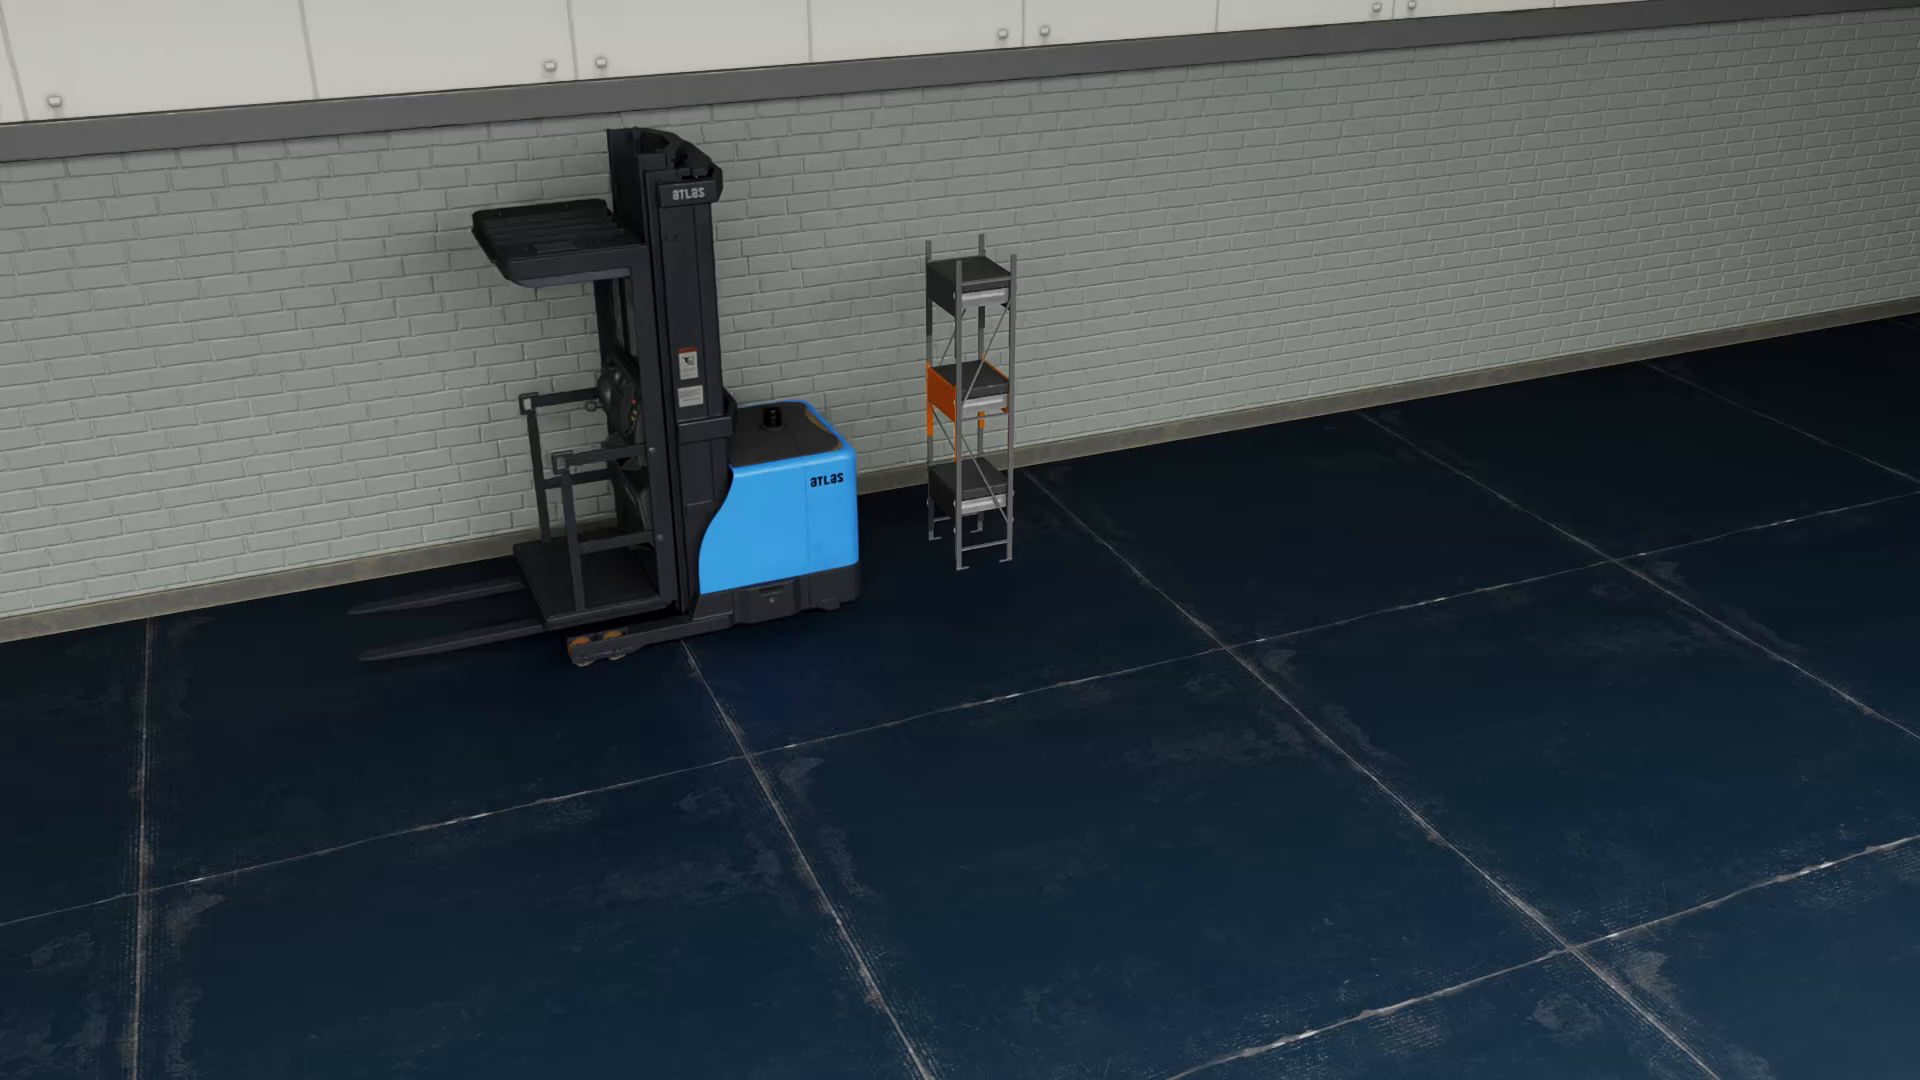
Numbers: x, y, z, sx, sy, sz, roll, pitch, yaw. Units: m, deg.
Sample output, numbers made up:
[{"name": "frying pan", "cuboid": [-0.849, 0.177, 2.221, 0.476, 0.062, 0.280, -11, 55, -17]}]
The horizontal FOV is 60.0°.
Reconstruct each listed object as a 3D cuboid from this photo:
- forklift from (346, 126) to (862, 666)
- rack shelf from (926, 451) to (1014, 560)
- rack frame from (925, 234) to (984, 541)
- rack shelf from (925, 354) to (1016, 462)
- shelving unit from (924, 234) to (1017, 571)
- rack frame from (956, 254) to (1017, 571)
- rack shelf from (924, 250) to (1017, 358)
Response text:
[{"name": "forklift", "cuboid": [-2.183, -0.834, 9.763, 3.031, 2.935, 1.130, -11, 28, -21]}, {"name": "rack shelf", "cuboid": [0.065, -0.235, 11.112, 0.431, 0.518, 0.480, -11, 28, -21]}, {"name": "rack frame", "cuboid": [-0.031, -0.975, 11.000, 0.400, 2.100, 0.015, -11, 28, -21]}, {"name": "rack shelf", "cuboid": [0.065, -0.864, 10.805, 0.431, 0.518, 0.480, -11, 28, -21]}, {"name": "shelving unit", "cuboid": [0.065, -0.877, 10.799, 0.431, 2.100, 0.503, -11, 28, -21]}, {"name": "rack frame", "cuboid": [0.160, -0.778, 10.597, 0.400, 2.100, 0.015, -11, 28, -21]}, {"name": "rack shelf", "cuboid": [0.065, -1.493, 10.497, 0.431, 0.518, 0.480, -11, 28, -21]}]
